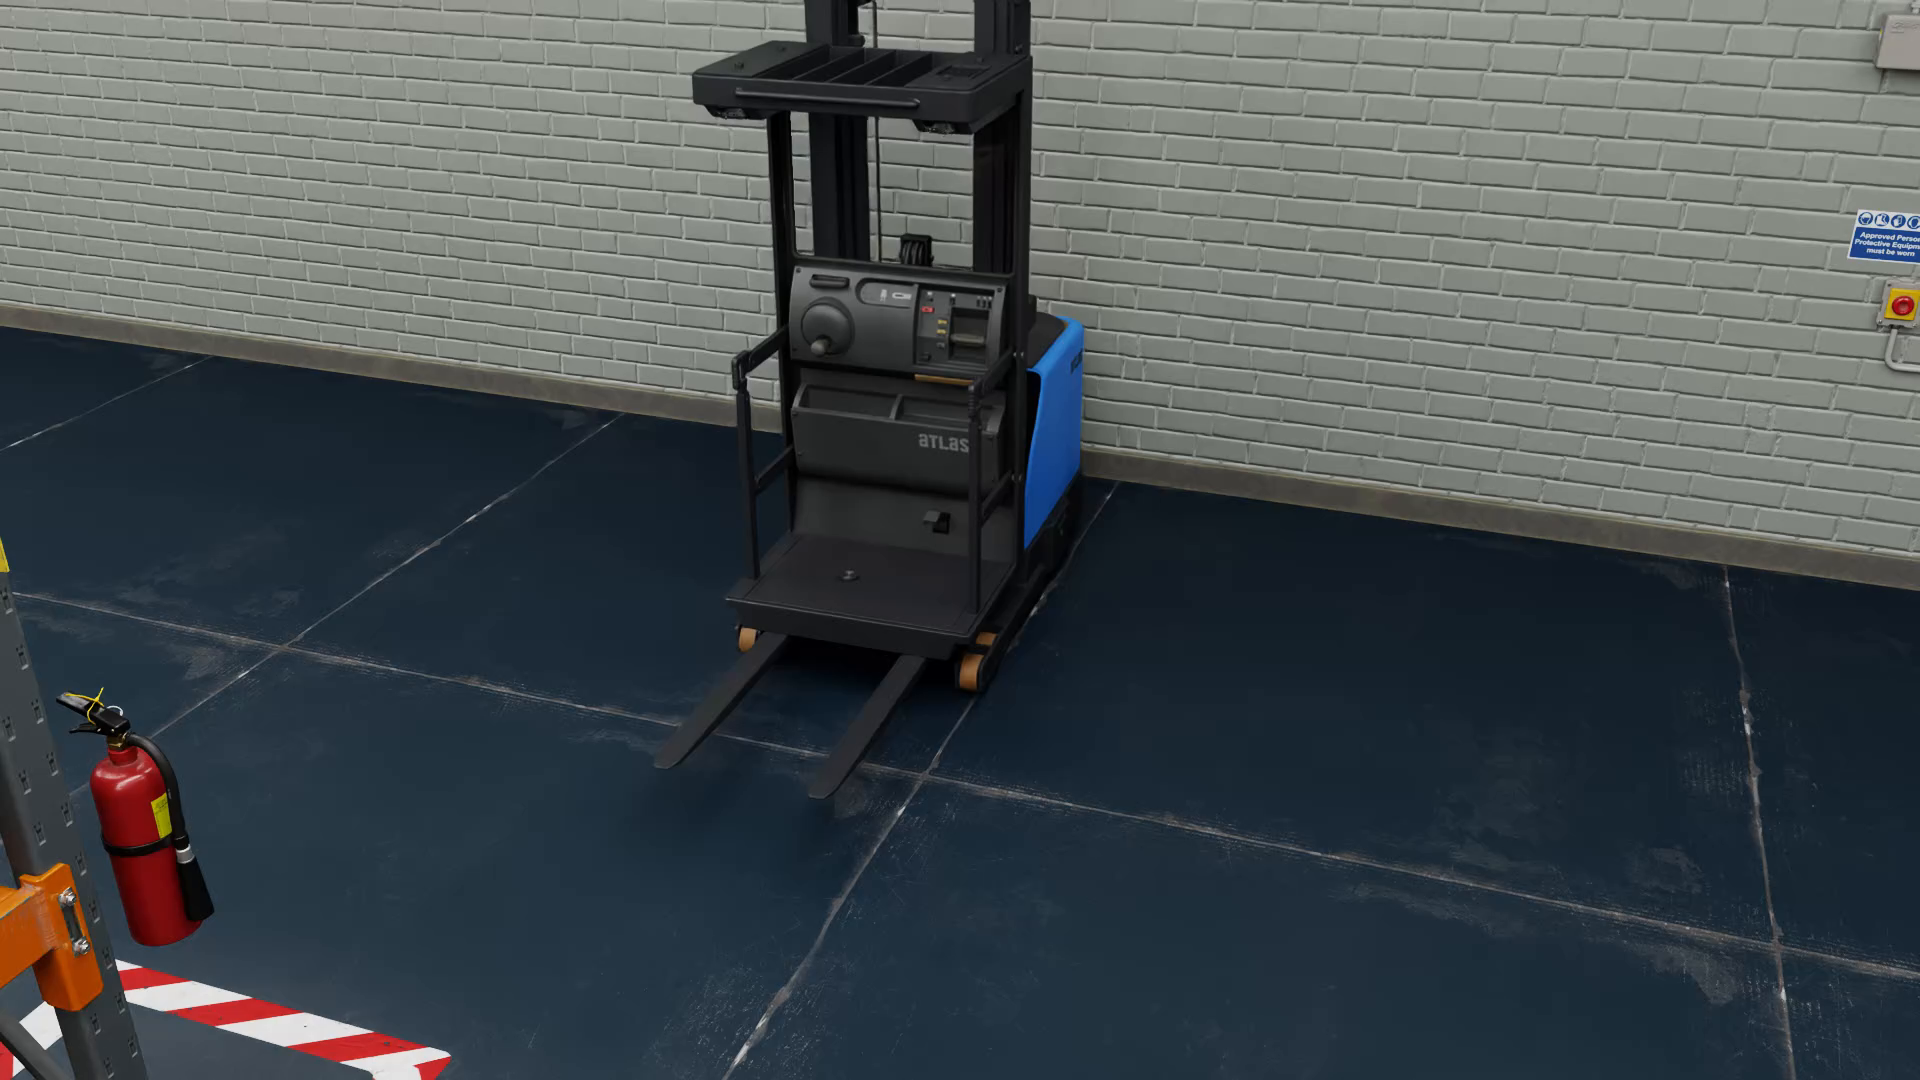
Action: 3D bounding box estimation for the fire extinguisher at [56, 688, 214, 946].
[{"bbox_3d":[-1.963,0.653,3.976,0.296,0.674,0.183,9,27,17],"label":"fire extinguisher"}]

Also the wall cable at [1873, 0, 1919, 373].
[{"bbox_3d":[4.074,-1.629,6.970,0.585,1.953,0.123,9,27,17],"label":"wall cable"}]

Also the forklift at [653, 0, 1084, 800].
[{"bbox_3d":[-0.330,-0.878,6.701,1.130,2.935,3.031,8,27,16],"label":"forklift"}]

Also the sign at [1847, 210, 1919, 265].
[{"bbox_3d":[4.049,-1.311,7.206,0.327,0.218,0.001,9,27,17],"label":"sign"}]

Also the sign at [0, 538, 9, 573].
[{"bbox_3d":[-1.965,-0.088,3.298,0.100,0.325,0.005,9,27,17],"label":"sign"}]

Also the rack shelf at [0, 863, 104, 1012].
[{"bbox_3d":[-3.148,1.633,2.262,1.077,0.370,4.000,9,27,17],"label":"rack shelf"}]
